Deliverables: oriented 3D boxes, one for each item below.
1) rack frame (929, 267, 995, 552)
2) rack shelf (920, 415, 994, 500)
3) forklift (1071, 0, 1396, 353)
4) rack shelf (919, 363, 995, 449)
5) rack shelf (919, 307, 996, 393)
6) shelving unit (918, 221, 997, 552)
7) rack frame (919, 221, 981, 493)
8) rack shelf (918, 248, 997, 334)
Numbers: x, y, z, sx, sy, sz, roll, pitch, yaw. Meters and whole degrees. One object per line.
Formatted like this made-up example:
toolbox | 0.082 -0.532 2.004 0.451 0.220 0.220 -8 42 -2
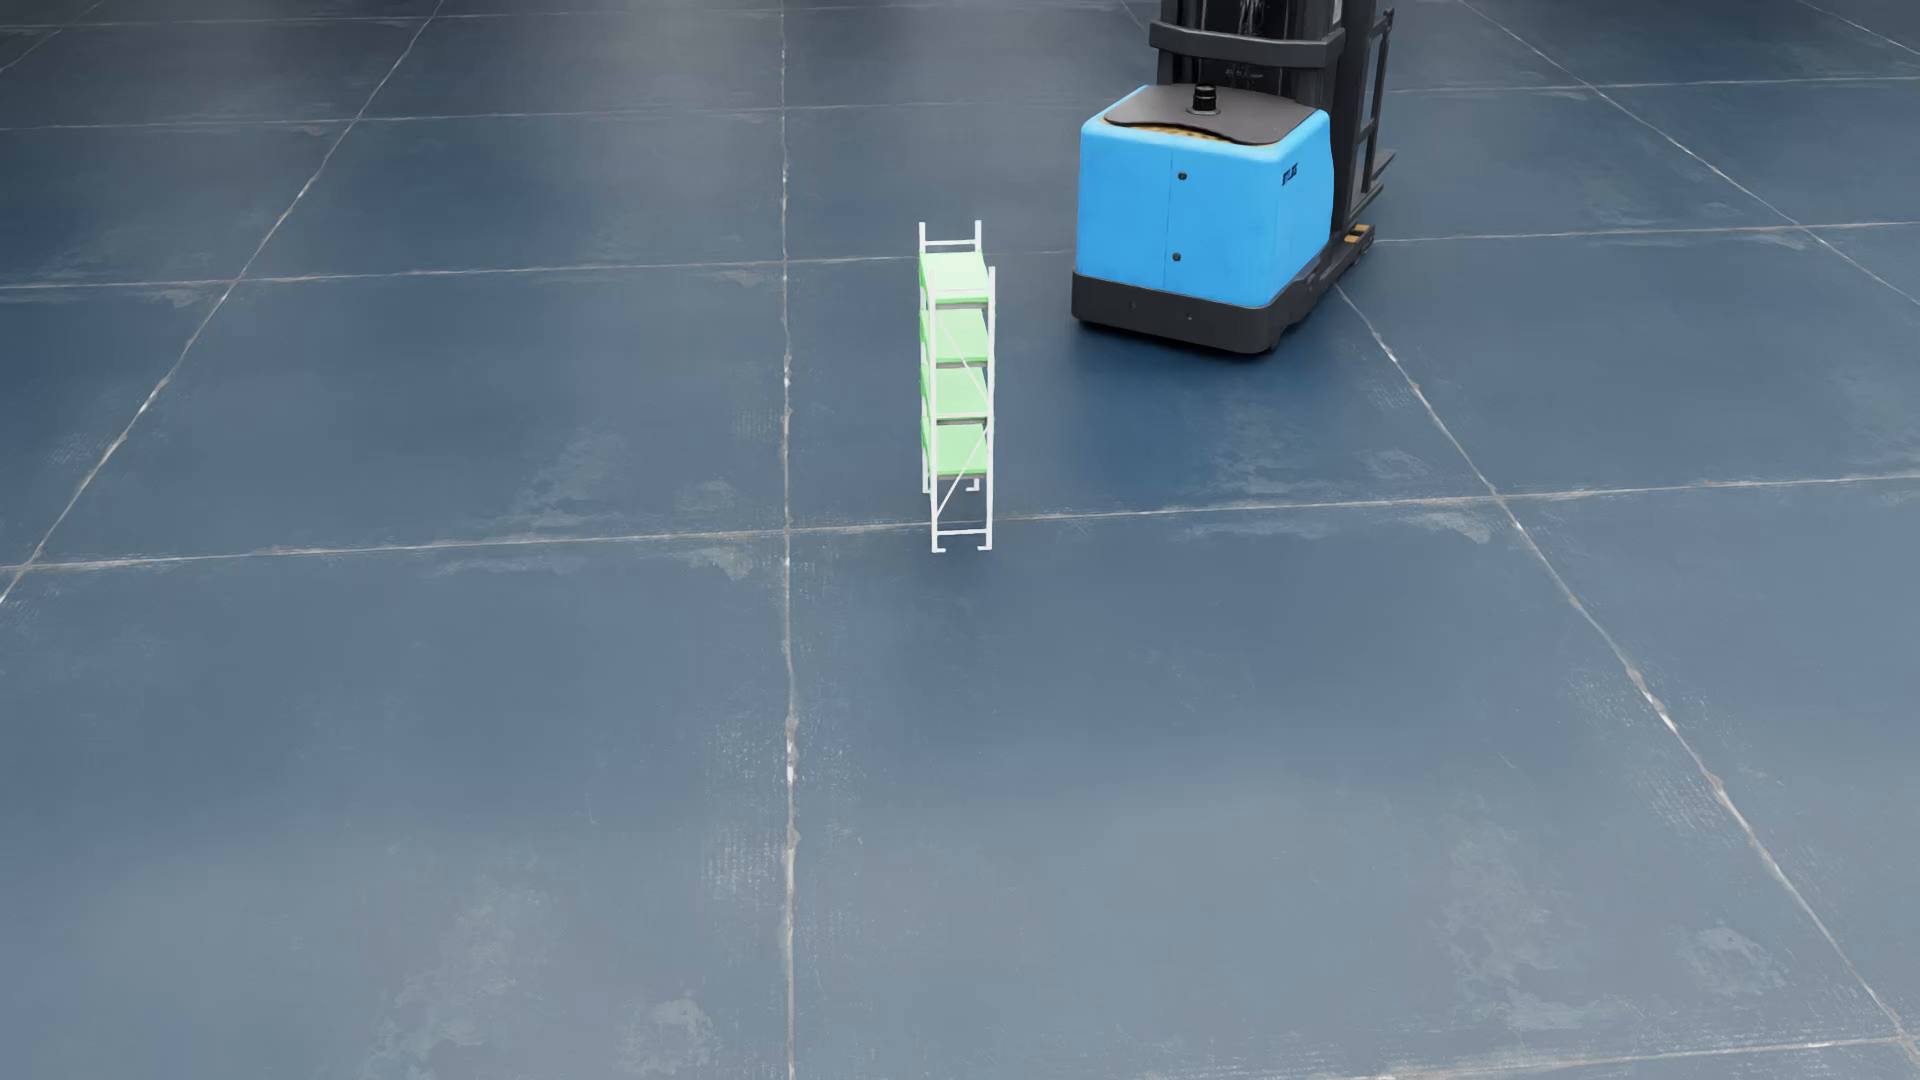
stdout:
rack frame | 0.007 -0.475 6.375 0.240 1.200 0.015 -3 31 -5
rack shelf | -0.015 -0.339 6.740 0.258 0.148 0.480 -3 31 -5
forklift | 1.711 -2.900 8.747 1.130 2.935 3.031 15 34 24
rack shelf | -0.015 -0.545 6.617 0.258 0.148 0.480 -3 31 -5
rack shelf | -0.015 -0.751 6.494 0.258 0.148 0.480 -3 31 -5
shelving unit | -0.015 -0.600 6.584 0.258 1.200 0.503 -3 31 -5
rack frame | -0.038 -0.724 6.792 0.240 1.200 0.015 -3 31 -5
rack shelf | -0.015 -0.957 6.370 0.258 0.148 0.480 -3 31 -5
